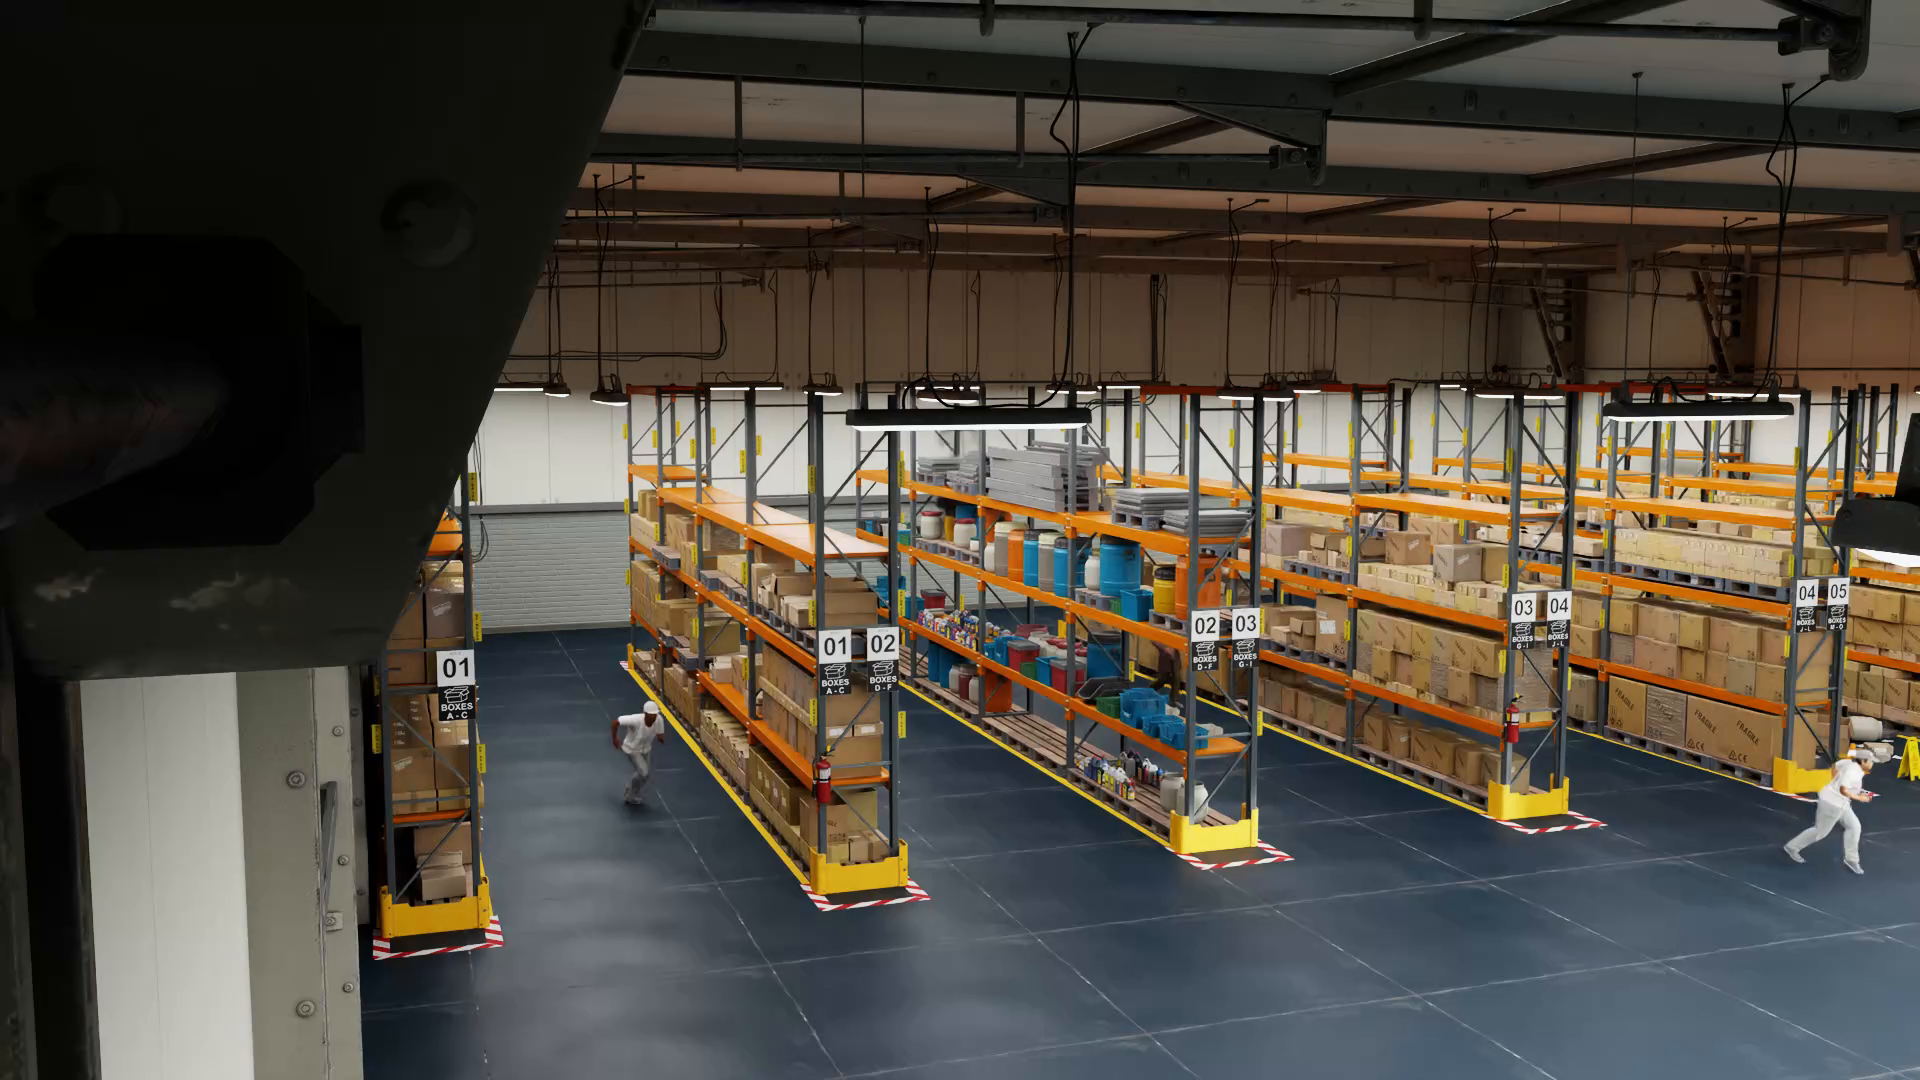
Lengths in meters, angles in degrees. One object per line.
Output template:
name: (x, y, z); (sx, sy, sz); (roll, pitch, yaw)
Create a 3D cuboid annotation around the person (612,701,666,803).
person: (-4.623, 3.067, 23.930); (0.896, 1.578, 0.739); (6, 8, 44)

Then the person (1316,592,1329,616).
person: (7.702, 1.895, 35.098); (0.531, 1.622, 0.825); (-2, 6, -19)

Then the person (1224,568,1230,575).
person: (6.174, 1.494, 38.595); (0.684, 1.715, 0.697); (-1, 6, -9)

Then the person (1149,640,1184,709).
person: (3.897, 2.229, 31.263); (0.713, 1.776, 0.954); (-3, 7, -28)

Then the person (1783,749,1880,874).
person: (11.021, 3.408, 21.043); (1.032, 1.627, 0.649); (3, 7, 26)
